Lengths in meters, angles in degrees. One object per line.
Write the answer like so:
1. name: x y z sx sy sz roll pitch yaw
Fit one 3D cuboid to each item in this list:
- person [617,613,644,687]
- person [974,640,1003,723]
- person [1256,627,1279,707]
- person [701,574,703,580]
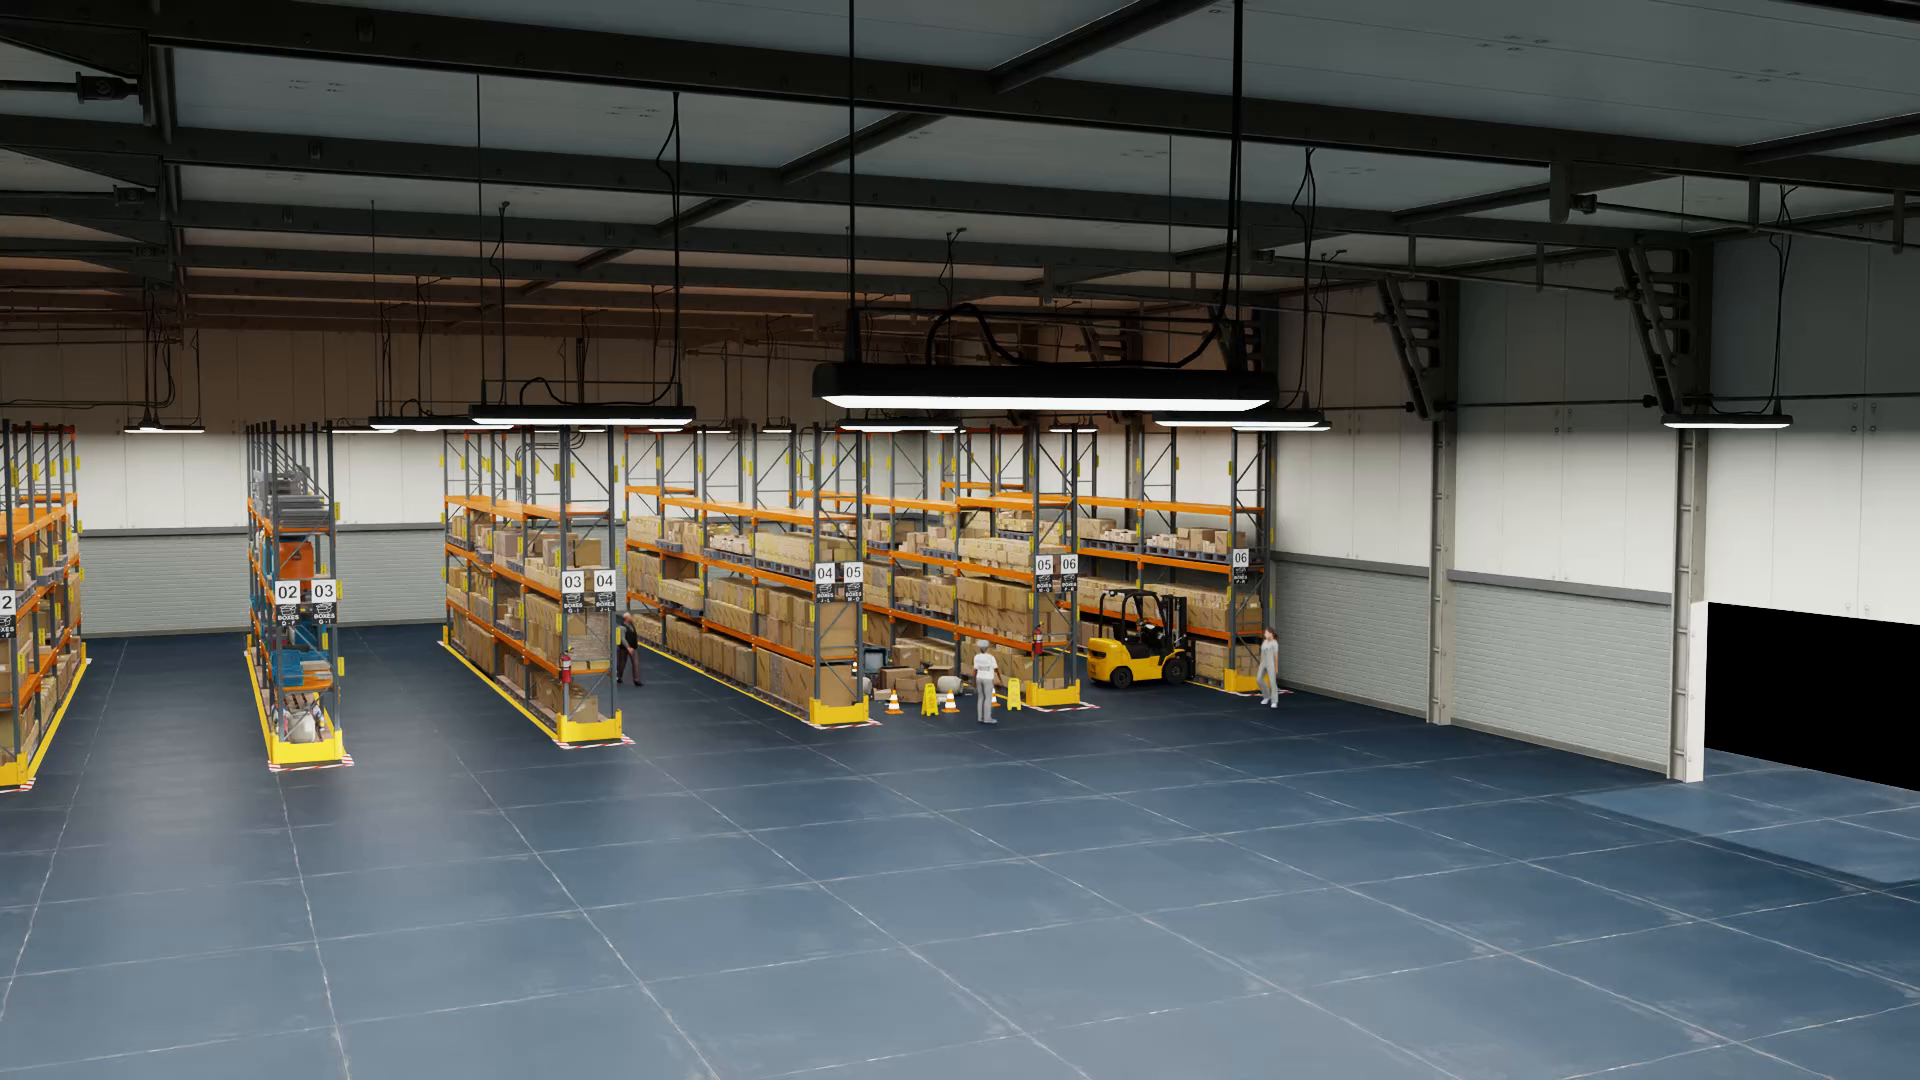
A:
1. person: -7.586 2.514 38.064 0.474 1.657 1.018 -2 4 -33
2. person: 0.541 2.814 33.129 0.478 1.686 0.617 3 5 40
3. person: 6.568 2.677 35.154 0.396 1.686 0.546 -2 4 -29
4. person: -7.510 1.809 48.394 0.587 1.797 0.605 -2 4 -26
